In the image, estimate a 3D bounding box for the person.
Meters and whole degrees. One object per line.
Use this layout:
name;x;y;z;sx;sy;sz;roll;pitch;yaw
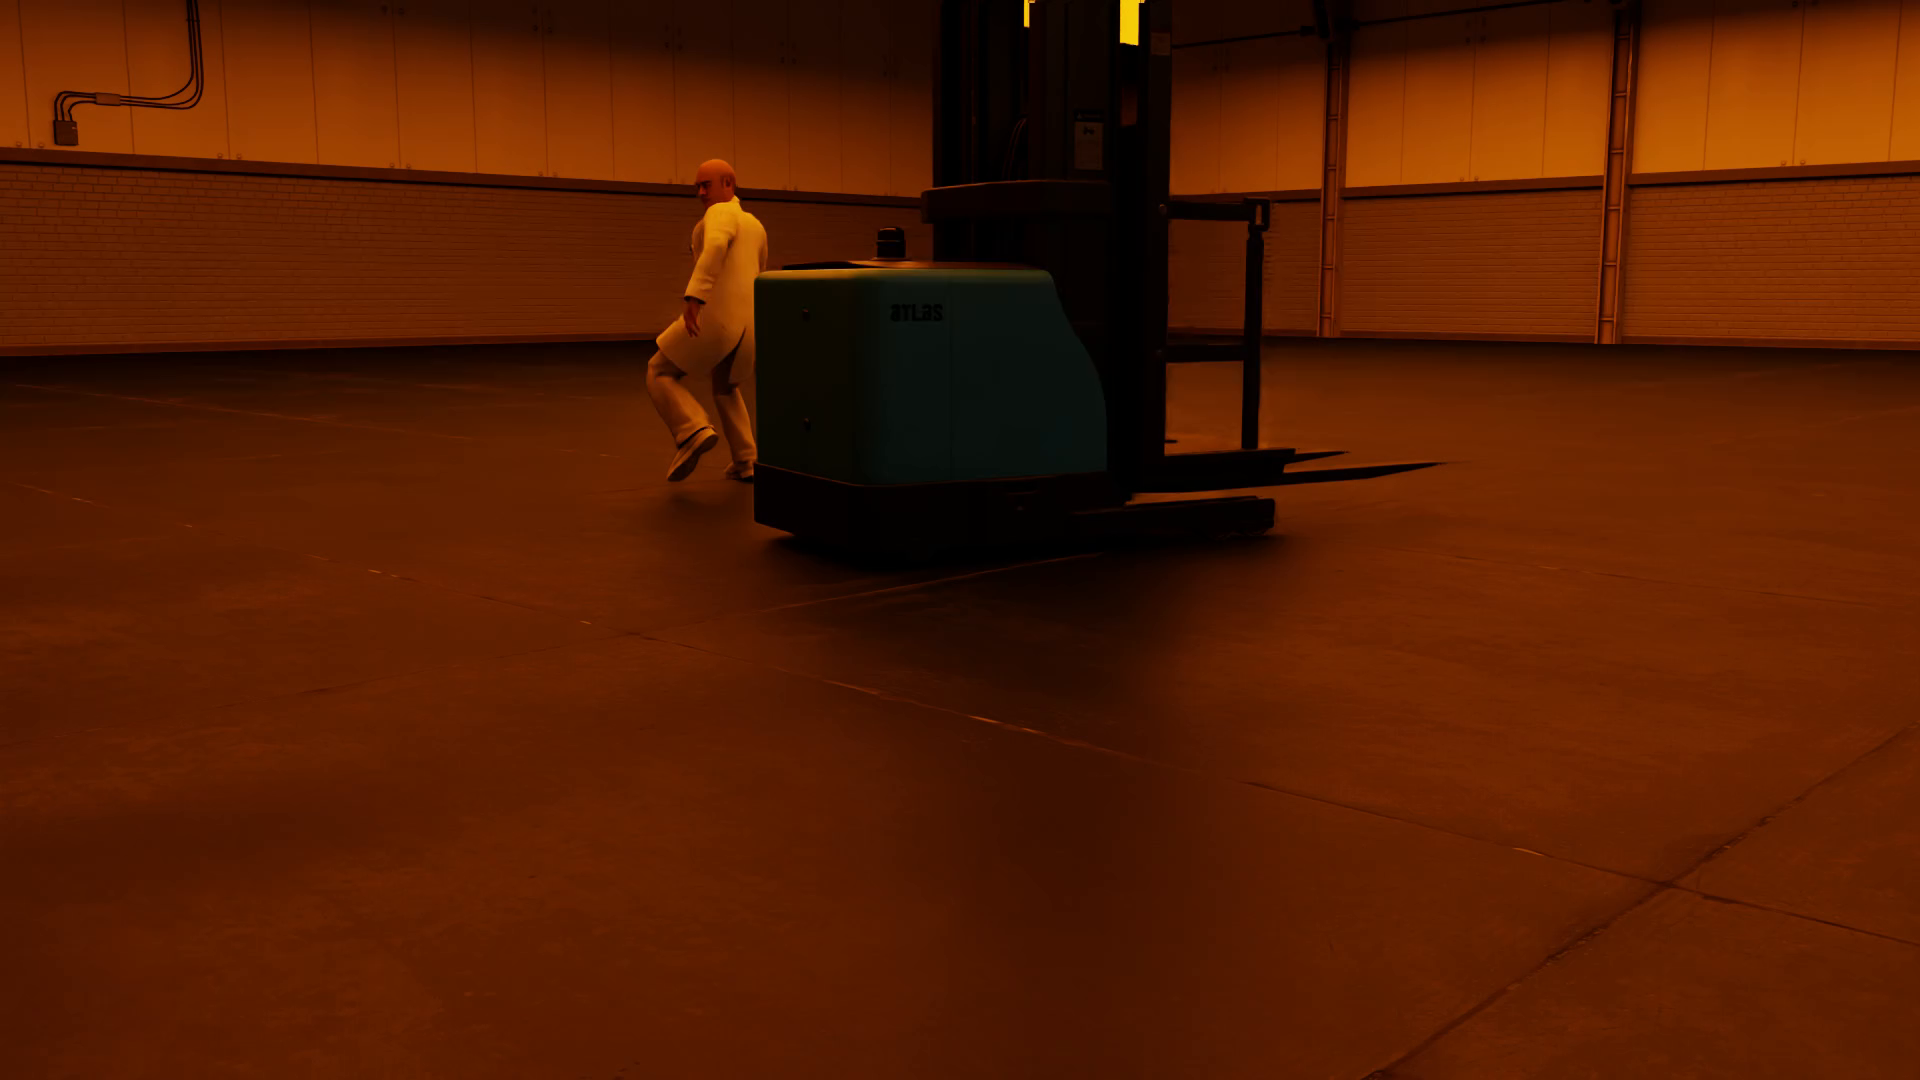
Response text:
person;-1.285;-1.127;8.660;0.624;1.678;0.868;6;11;36

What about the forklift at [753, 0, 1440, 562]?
forklift;0.700;-1.508;6.885;3.031;2.935;1.130;-5;10;-30
